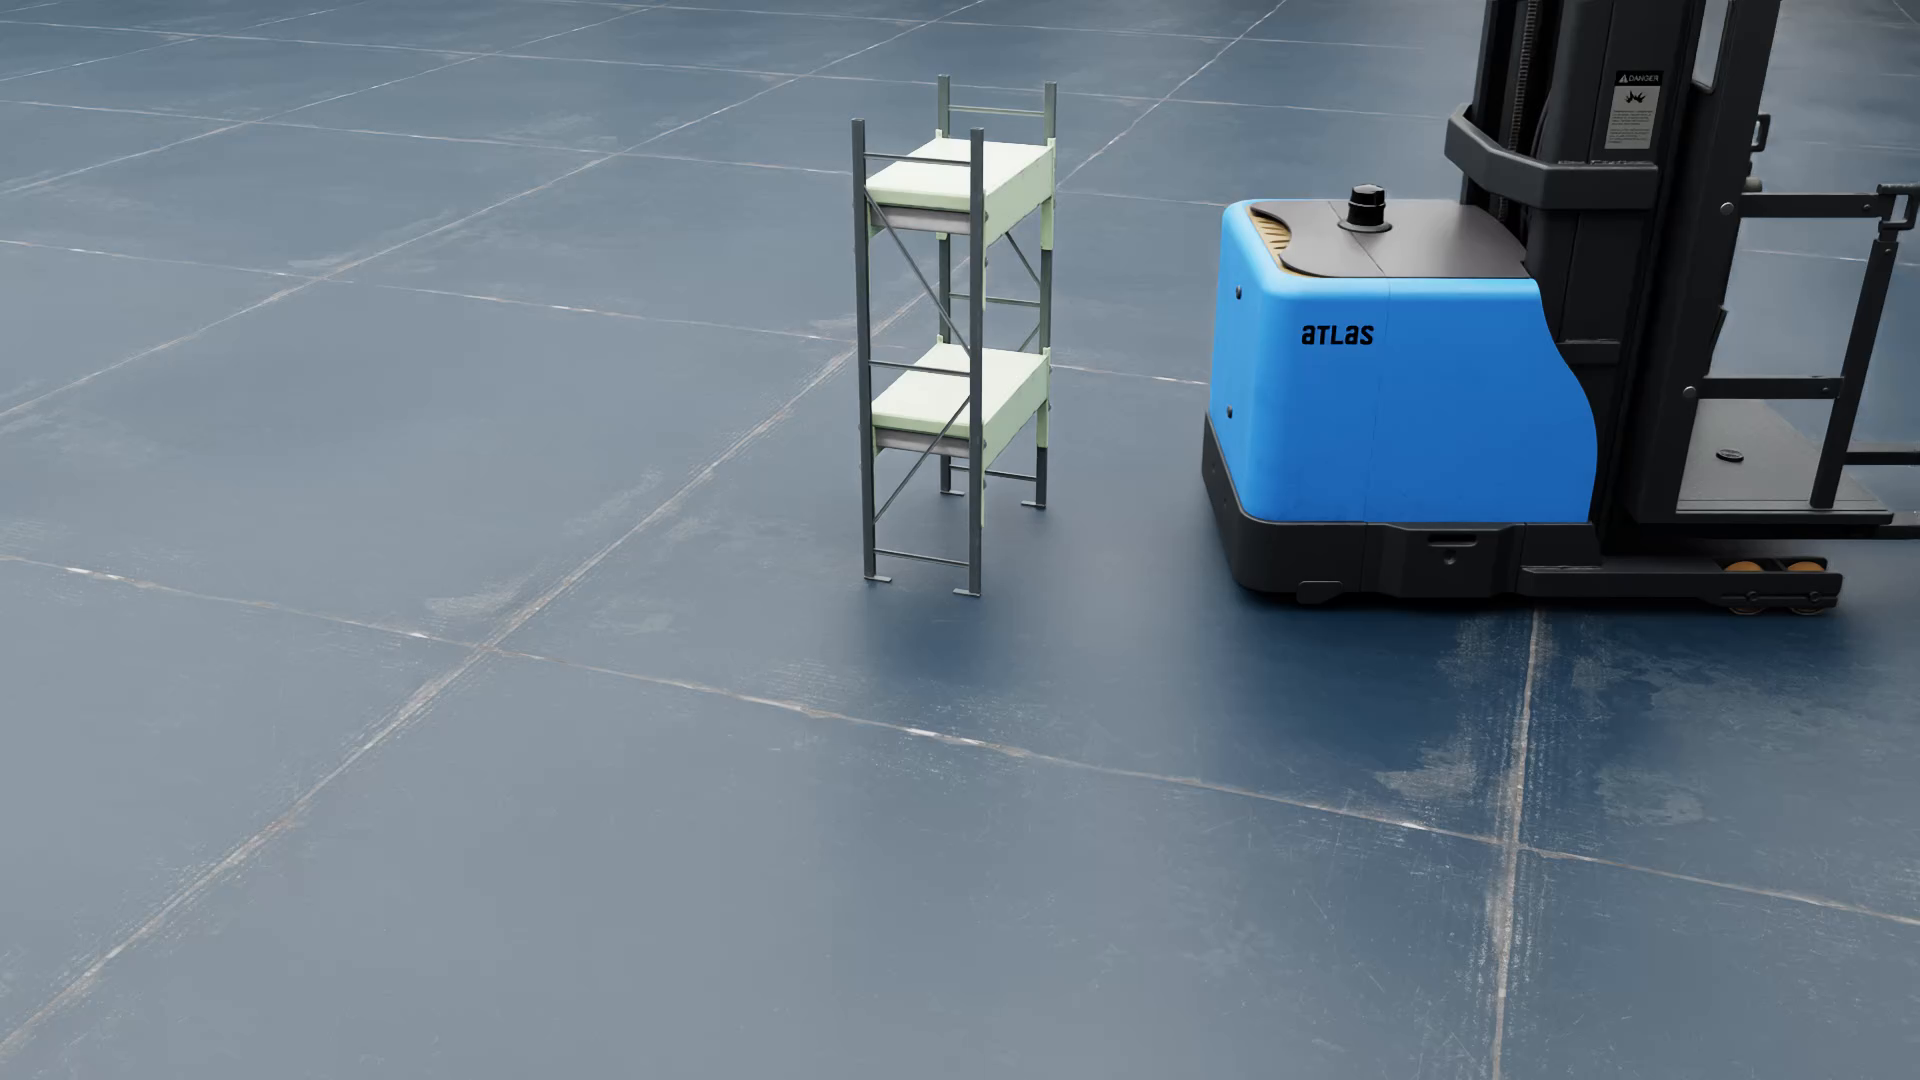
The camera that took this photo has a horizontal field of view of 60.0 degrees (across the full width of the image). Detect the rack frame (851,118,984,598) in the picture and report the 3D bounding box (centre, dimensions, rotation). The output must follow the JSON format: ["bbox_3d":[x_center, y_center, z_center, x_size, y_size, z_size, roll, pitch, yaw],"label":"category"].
[{"bbox_3d":[-0.124,-0.522,5.107,0.400,1.500,0.023,9,27,17],"label":"rack frame"}]

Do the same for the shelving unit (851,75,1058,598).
[{"bbox_3d":[-0.002,-0.672,5.417,0.431,1.500,0.755,9,27,17],"label":"shelving unit"}]

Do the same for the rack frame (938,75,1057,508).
[{"bbox_3d":[0.120,-0.823,5.728,0.400,1.500,0.023,9,27,17],"label":"rack frame"}]

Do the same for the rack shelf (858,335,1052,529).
[{"bbox_3d":[-0.002,-0.379,5.560,0.431,0.370,0.720,9,27,17],"label":"rack shelf"}]

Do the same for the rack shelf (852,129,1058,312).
[{"bbox_3d":[-0.002,-1.024,5.247,0.431,0.370,0.720,9,27,17],"label":"rack shelf"}]

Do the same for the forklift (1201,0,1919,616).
[{"bbox_3d":[2.397,-1.314,5.101,3.031,2.935,1.130,0,26,0],"label":"forklift"}]
